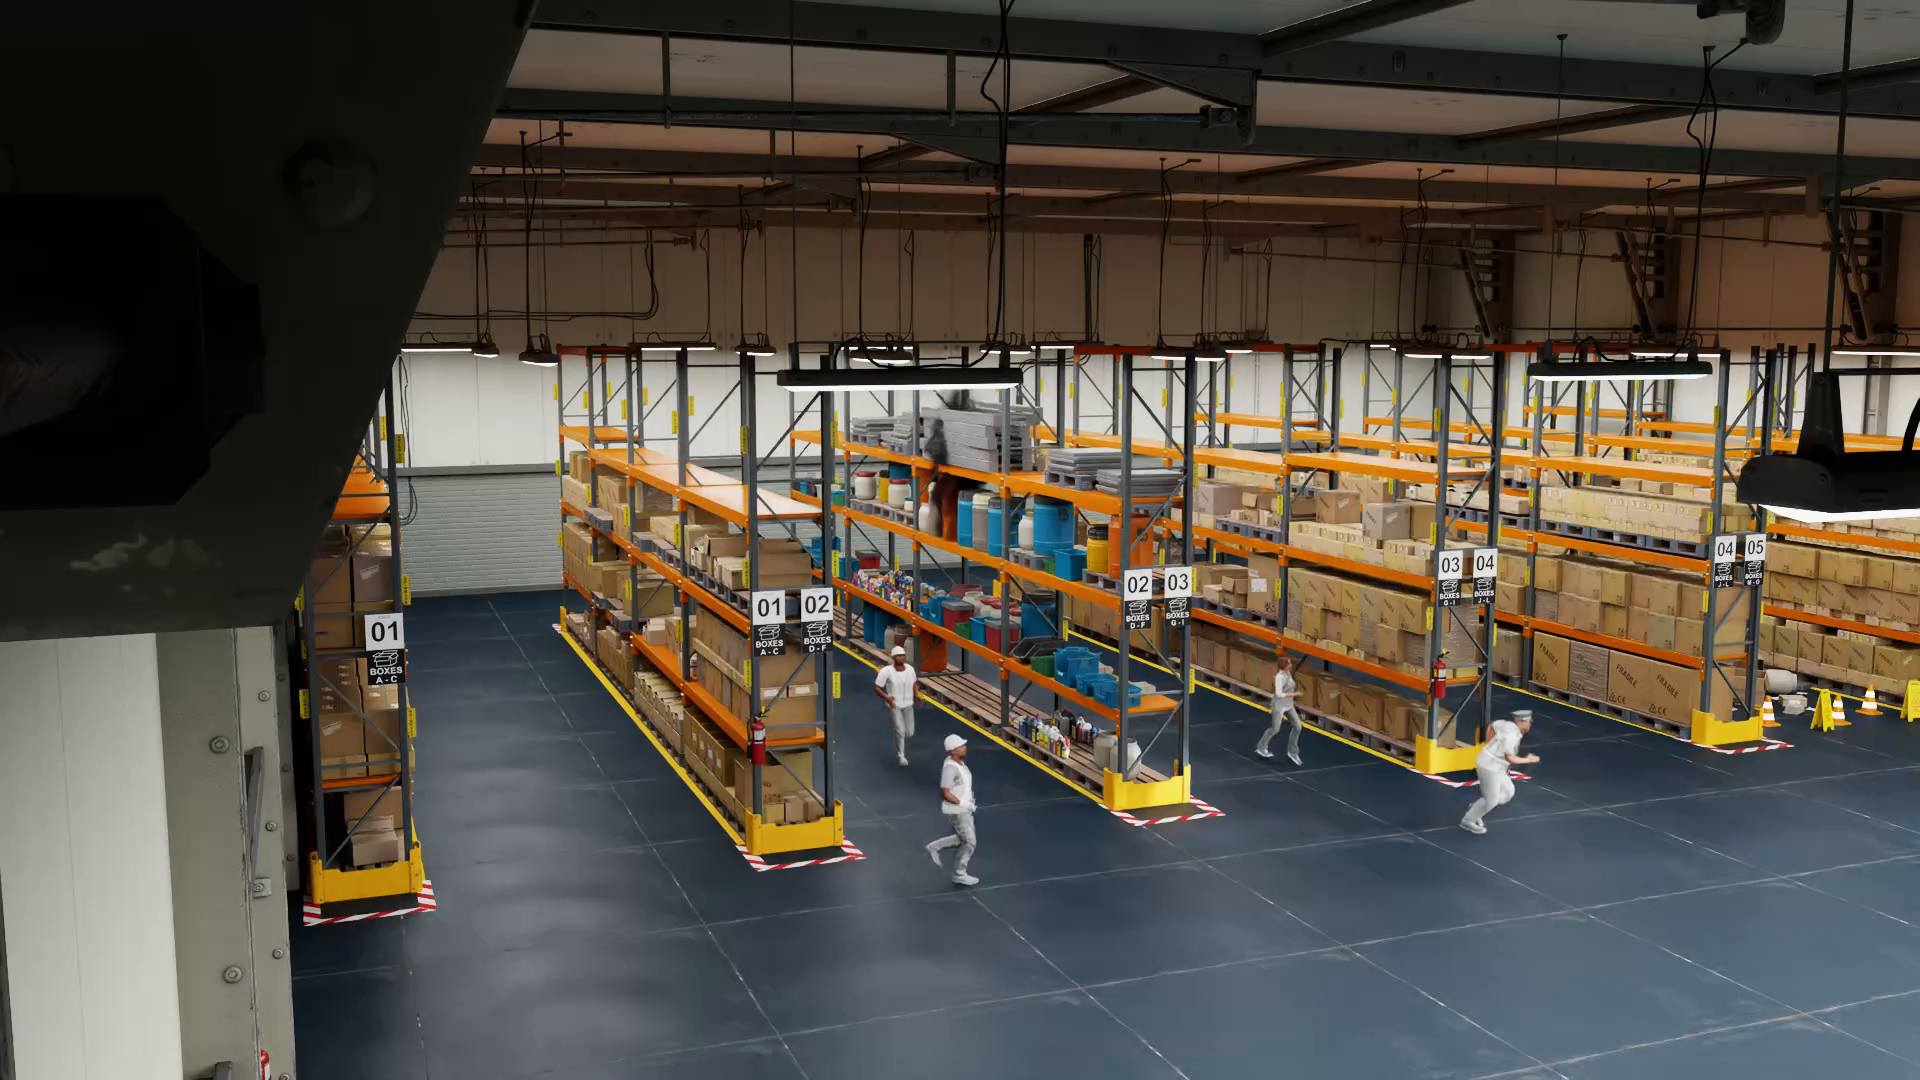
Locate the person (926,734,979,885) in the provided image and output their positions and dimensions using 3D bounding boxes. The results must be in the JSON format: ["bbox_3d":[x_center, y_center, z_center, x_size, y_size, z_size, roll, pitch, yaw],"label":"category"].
[{"bbox_3d":[-0.093,3.074,18.988,0.616,1.740,0.683,0,7,4],"label":"person"}]

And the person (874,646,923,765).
[{"bbox_3d":[-0.919,2.401,24.335,0.692,1.726,0.598,-4,8,-28],"label":"person"}]

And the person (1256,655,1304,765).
[{"bbox_3d":[4.662,2.474,24.264,0.715,1.634,0.485,6,10,41],"label":"person"}]

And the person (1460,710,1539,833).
[{"bbox_3d":[6.797,2.896,20.938,0.912,1.579,0.690,2,7,13],"label":"person"}]
